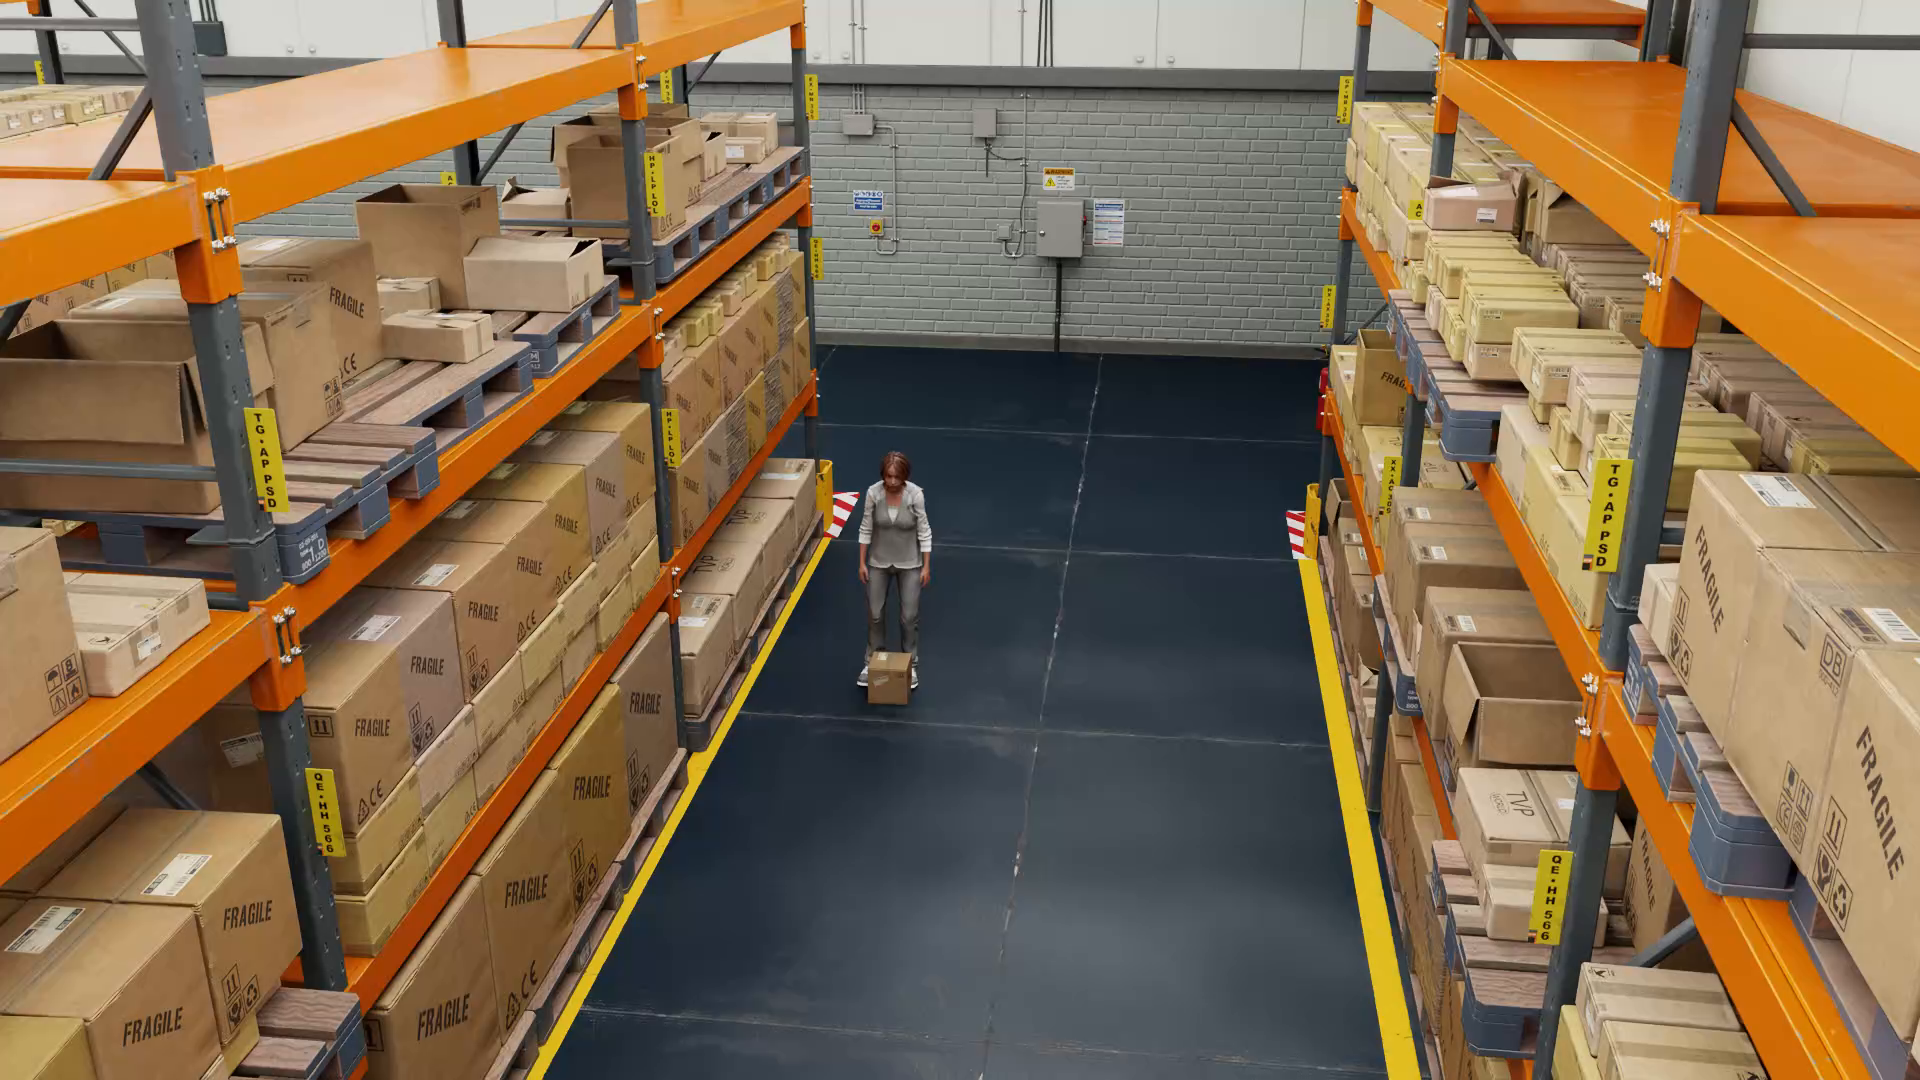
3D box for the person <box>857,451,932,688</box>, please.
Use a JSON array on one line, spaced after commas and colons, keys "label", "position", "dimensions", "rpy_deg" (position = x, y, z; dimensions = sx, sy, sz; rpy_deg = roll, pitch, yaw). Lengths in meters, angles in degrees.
[{"label": "person", "position": [-0.421, 0.229, 10.671], "dimensions": [0.482, 1.481, 0.341], "rpy_deg": [2, 22, 5]}]
